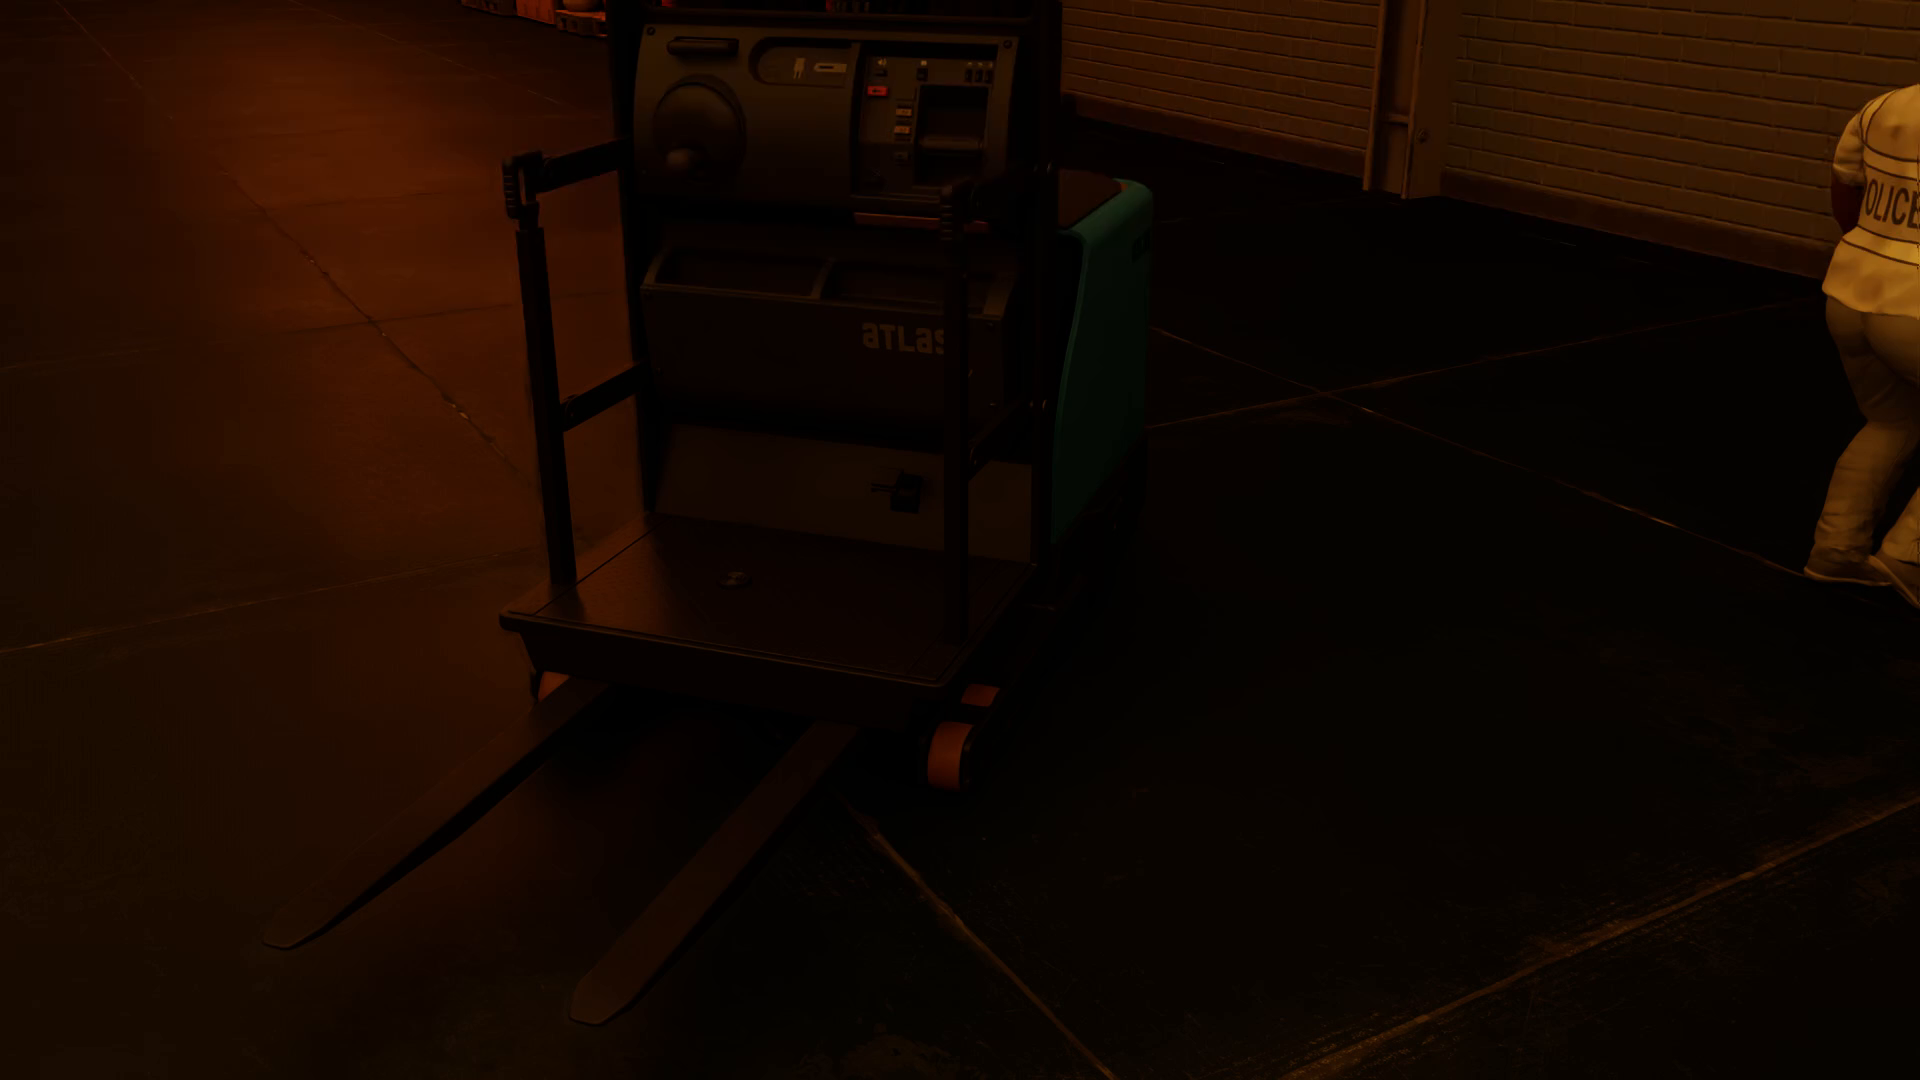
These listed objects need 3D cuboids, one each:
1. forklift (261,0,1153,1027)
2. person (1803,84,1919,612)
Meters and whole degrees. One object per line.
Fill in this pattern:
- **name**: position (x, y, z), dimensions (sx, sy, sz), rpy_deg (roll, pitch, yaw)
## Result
- **forklift**: position (-0.387, -0.958, 3.609), dimensions (1.130, 2.935, 3.031), rpy_deg (8, 24, 18)
- **person**: position (2.604, -0.615, 4.523), dimensions (0.487, 1.660, 0.752), rpy_deg (-2, 22, -5)
